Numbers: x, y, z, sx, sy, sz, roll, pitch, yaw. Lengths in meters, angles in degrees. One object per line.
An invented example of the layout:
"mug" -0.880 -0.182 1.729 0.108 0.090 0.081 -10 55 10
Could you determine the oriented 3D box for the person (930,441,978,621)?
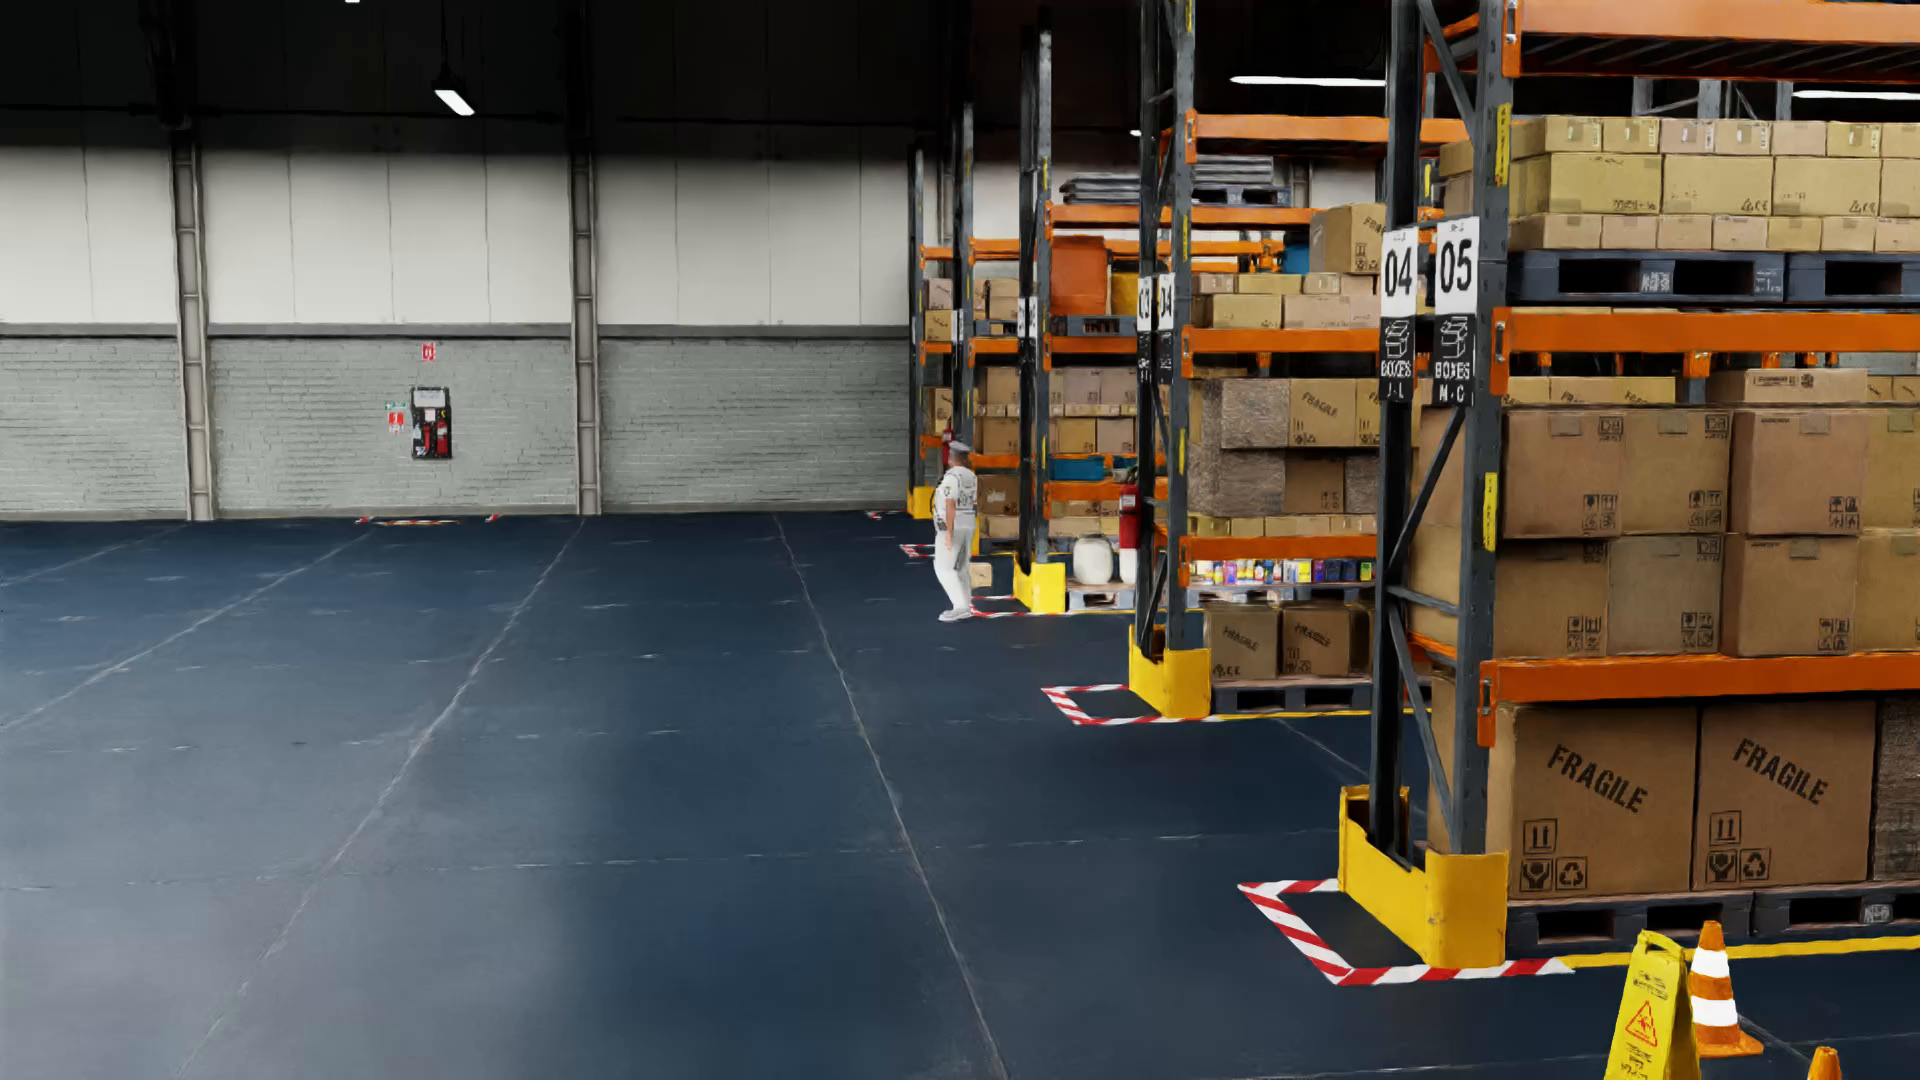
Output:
"person" -0.038 -0.090 16.397 0.501 1.754 0.656 4 8 31
